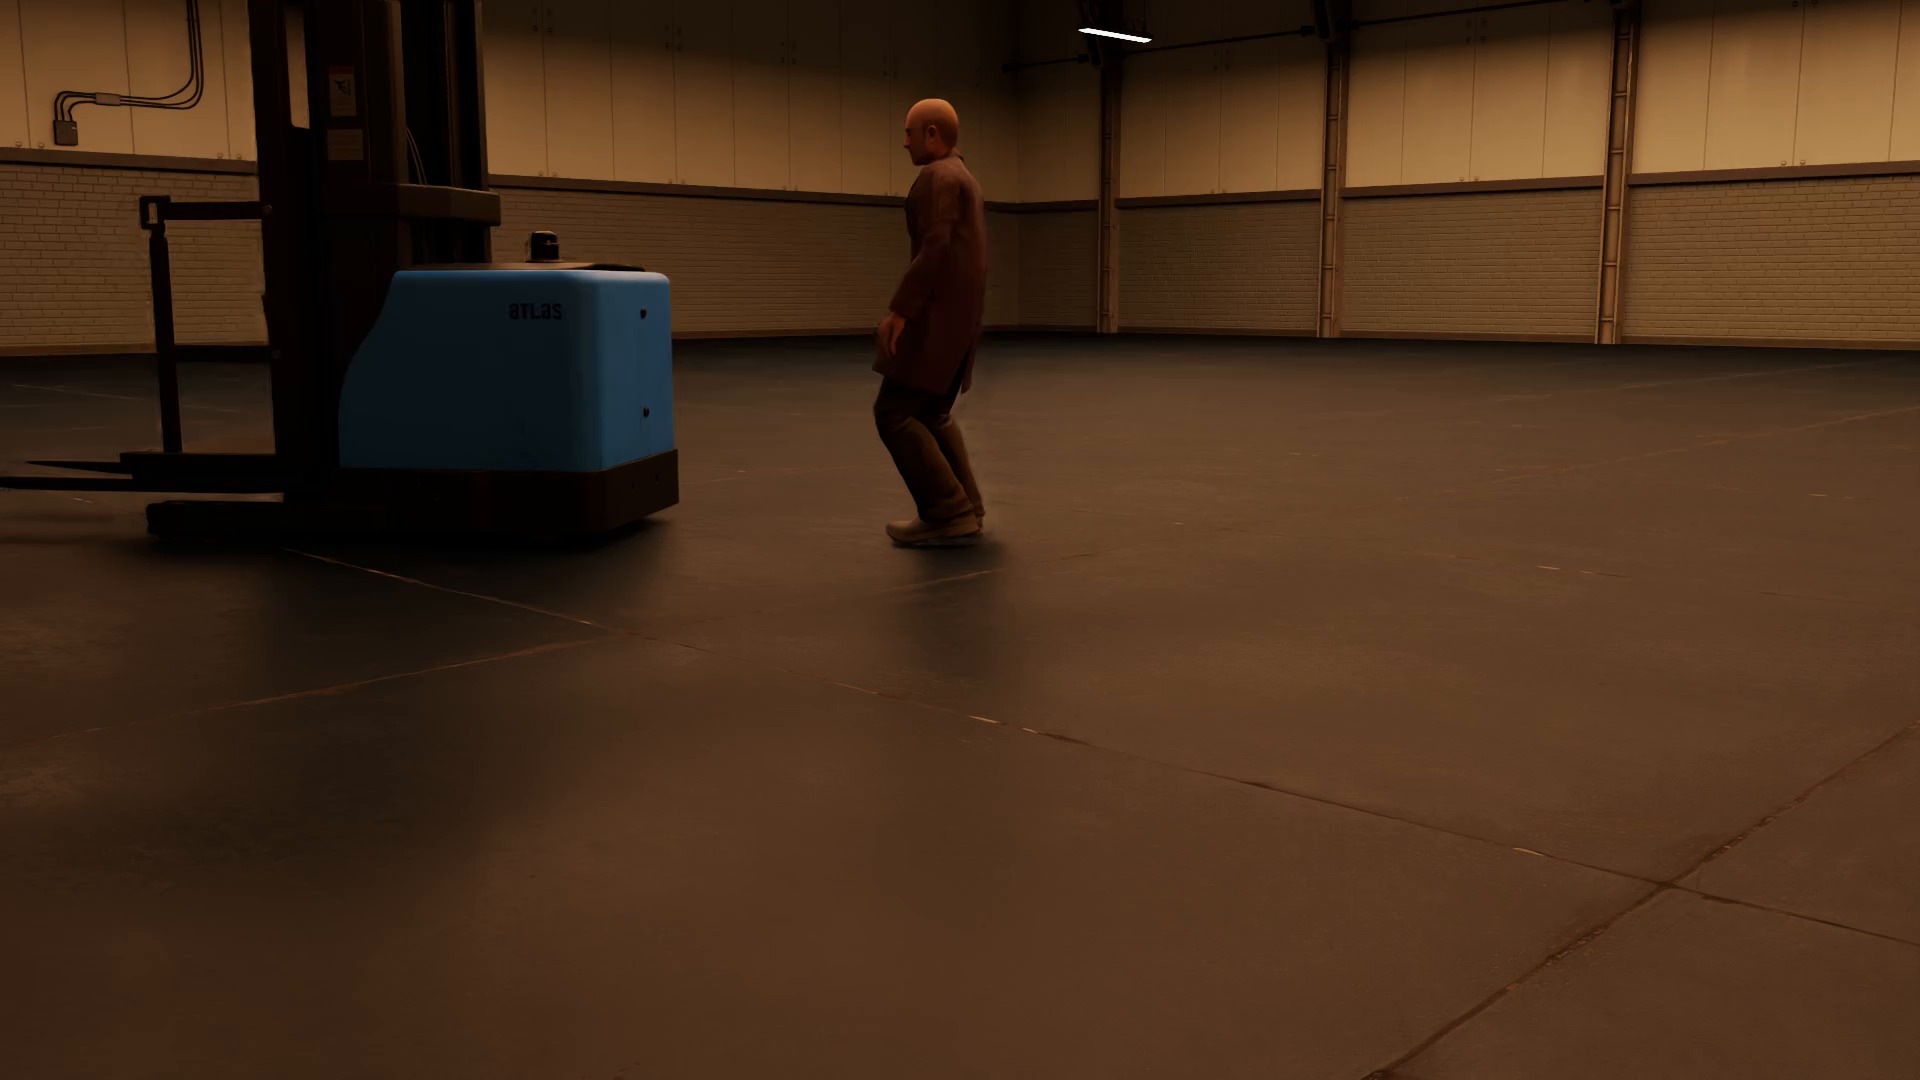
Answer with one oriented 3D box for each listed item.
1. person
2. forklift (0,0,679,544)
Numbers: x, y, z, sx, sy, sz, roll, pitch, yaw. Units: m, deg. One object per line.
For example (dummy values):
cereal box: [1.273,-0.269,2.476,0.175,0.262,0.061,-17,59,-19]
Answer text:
person: [-0.106,-0.855,6.589,0.435,1.737,0.736,2,9,13]
forklift: [-2.799,-1.510,6.903,3.031,2.935,1.130,1,9,8]
